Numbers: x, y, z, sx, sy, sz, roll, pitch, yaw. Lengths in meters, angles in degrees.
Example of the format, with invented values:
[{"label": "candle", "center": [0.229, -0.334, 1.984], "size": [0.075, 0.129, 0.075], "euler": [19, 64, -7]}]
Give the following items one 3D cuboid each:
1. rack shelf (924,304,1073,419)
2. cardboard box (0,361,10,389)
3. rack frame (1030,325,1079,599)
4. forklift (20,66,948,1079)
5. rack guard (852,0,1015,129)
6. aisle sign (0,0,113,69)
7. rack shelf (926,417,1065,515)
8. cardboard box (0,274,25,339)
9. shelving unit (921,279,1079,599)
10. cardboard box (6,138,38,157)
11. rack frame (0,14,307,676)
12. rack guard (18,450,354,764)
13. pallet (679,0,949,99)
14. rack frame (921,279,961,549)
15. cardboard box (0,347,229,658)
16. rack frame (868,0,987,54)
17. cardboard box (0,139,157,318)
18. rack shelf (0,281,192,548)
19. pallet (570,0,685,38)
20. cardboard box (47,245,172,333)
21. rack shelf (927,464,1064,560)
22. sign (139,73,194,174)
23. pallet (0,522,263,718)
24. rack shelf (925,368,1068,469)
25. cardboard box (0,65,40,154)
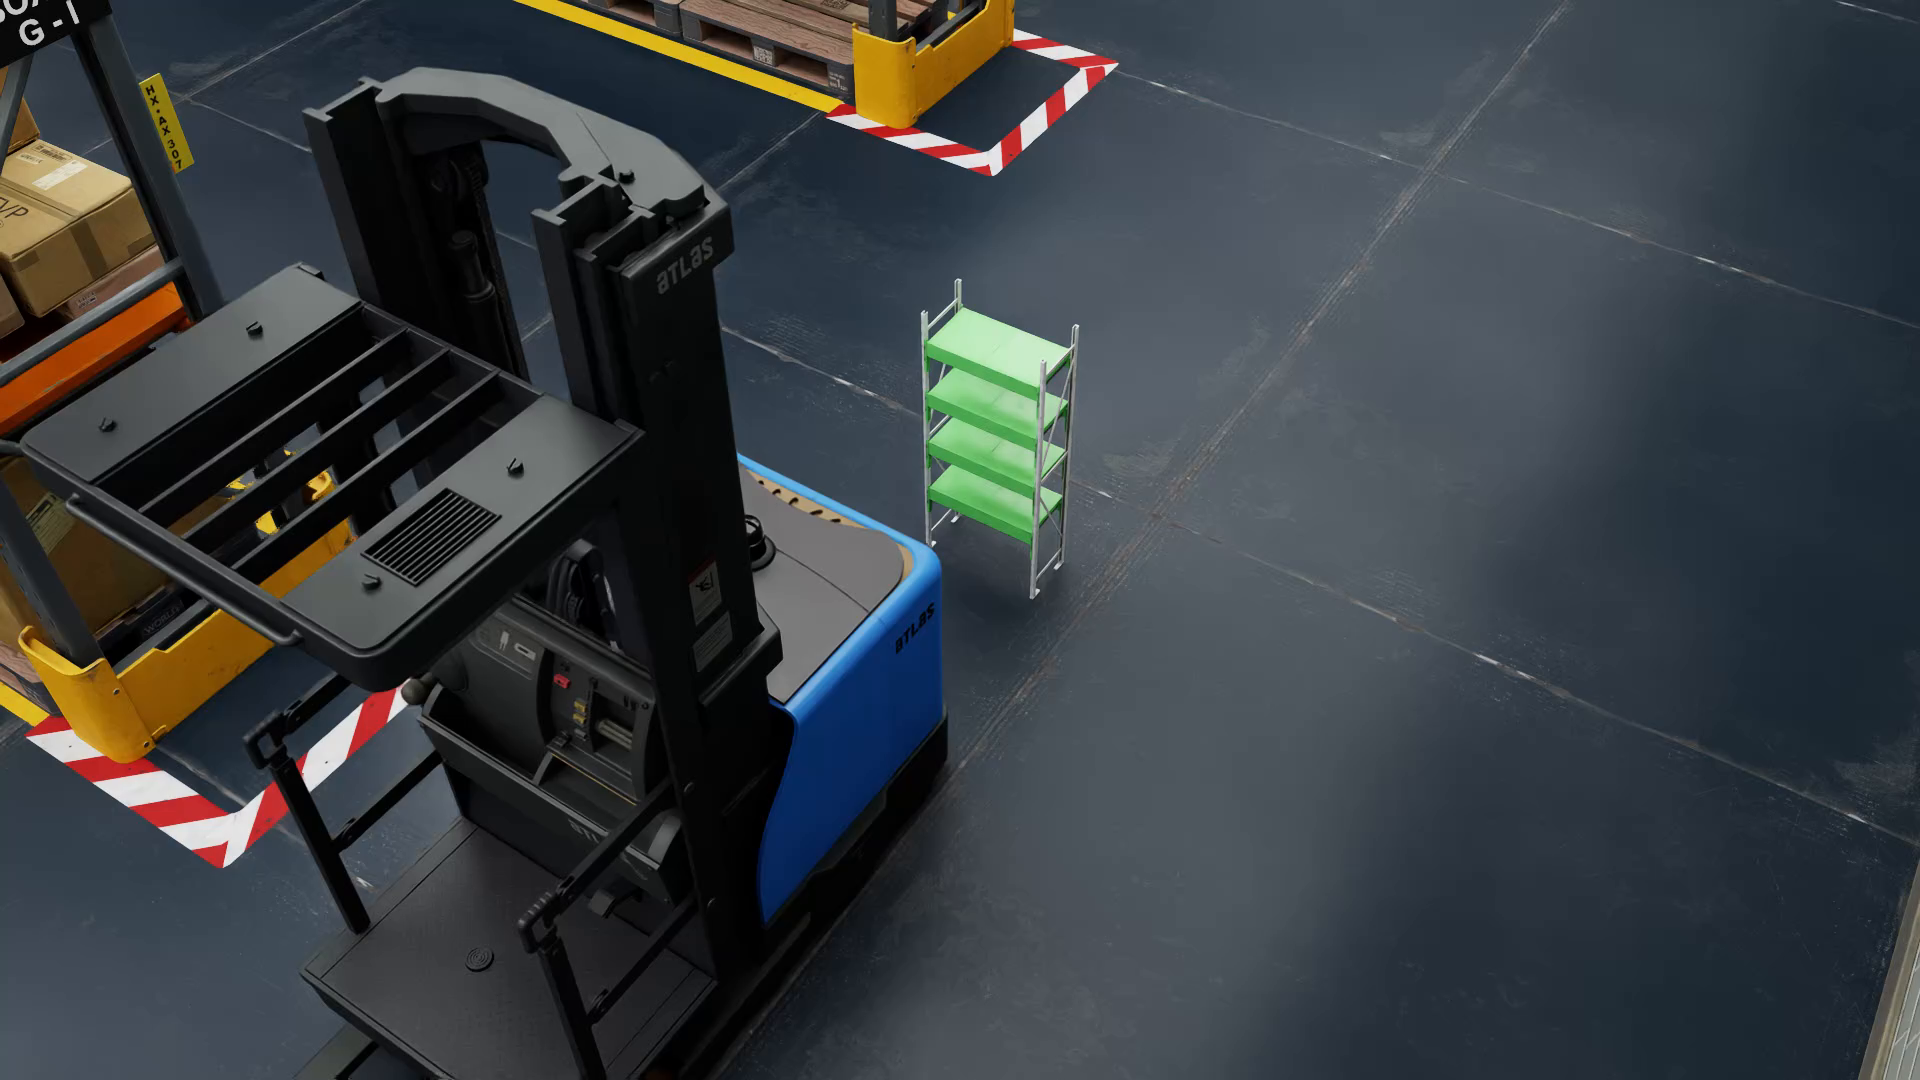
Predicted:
[{"label": "rack shelf", "center": [0.139, -0.644, 5.959], "size": [0.480, 0.148, 0.258], "euler": [25, 51, 22]}, {"label": "cardboard box", "center": [-3.307, -0.504, 5.323], "size": [0.250, 0.149, 0.380], "euler": [26, 51, 23]}, {"label": "rack frame", "center": [0.345, -0.260, 6.166], "size": [0.015, 1.200, 0.240], "euler": [25, 51, 22]}, {"label": "forklift", "center": [-1.282, 0.453, 4.266], "size": [1.130, 2.935, 3.031], "euler": [26, 51, 23]}, {"label": "rack guard", "center": [-0.128, -2.770, 9.093], "size": [0.348, 0.500, 1.175], "euler": [25, 51, 22]}, {"label": "aisle sign", "center": [-2.606, -1.711, 4.509], "size": [0.004, 0.787, 0.394], "euler": [25, 51, 22]}, {"label": "rack shelf", "center": [0.139, -0.310, 6.303], "size": [0.480, 0.148, 0.258], "euler": [25, 51, 22]}, {"label": "cardboard box", "center": [-3.380, -0.731, 5.266], "size": [0.500, 0.250, 0.500], "euler": [24, 50, 22]}, {"label": "shelving unit", "center": [0.139, -0.354, 6.257], "size": [0.503, 1.200, 0.258], "euler": [25, 51, 22]}, {"label": "cardboard box", "center": [-3.528, -1.250, 5.770], "size": [0.500, 0.250, 0.500], "euler": [24, 51, 22]}, {"label": "rack frame", "center": [-2.829, -0.652, 5.292], "size": [0.127, 3.000, 1.000], "euler": [25, 51, 22]}, {"label": "rack guard", "center": [-2.809, 0.228, 6.180], "size": [0.348, 0.500, 1.175], "euler": [25, 51, 22]}, {"label": "pallet", "center": [-0.828, -3.013, 9.531], "size": [1.213, 0.211, 1.003], "euler": [25, 51, 22]}, {"label": "rack frame", "center": [-0.066, -0.449, 6.349], "size": [0.015, 1.200, 0.240], "euler": [25, 51, 22]}, {"label": "cardboard box", "center": [-3.411, -0.258, 6.097], "size": [0.875, 0.875, 0.875], "euler": [25, 51, 22]}, {"label": "rack frame", "center": [-0.155, -3.642, 8.198], "size": [0.127, 3.000, 1.000], "euler": [25, 51, 22]}, {"label": "cardboard box", "center": [-3.087, -1.052, 5.578], "size": [0.500, 0.250, 0.500], "euler": [23, 50, 21]}, {"label": "rack shelf", "center": [-4.512, -1.176, 6.303], "size": [4.000, 0.370, 1.077], "euler": [25, 51, 22]}, {"label": "pallet", "center": [-1.851, -3.486, 9.990], "size": [1.213, 0.211, 1.003], "euler": [25, 51, 22]}, {"label": "cardboard box", "center": [-2.950, -0.901, 5.709], "size": [0.250, 0.149, 0.380], "euler": [25, 51, 23]}, {"label": "rack shelf", "center": [0.139, -0.142, 6.475], "size": [0.480, 0.148, 0.258], "euler": [25, 51, 22]}, {"label": "sign", "center": [-2.524, -1.314, 5.277], "size": [0.005, 0.325, 0.100], "euler": [25, 51, 22]}, {"label": "pallet", "center": [-3.544, 0.057, 6.547], "size": [1.213, 0.211, 1.003], "euler": [25, 51, 22]}, {"label": "rack shelf", "center": [0.139, -0.477, 6.131], "size": [0.480, 0.148, 0.258], "euler": [25, 51, 22]}, {"label": "cardboard box", "center": [-3.508, -1.507, 5.497], "size": [0.500, 0.500, 0.500], "euler": [24, 50, 21]}]
